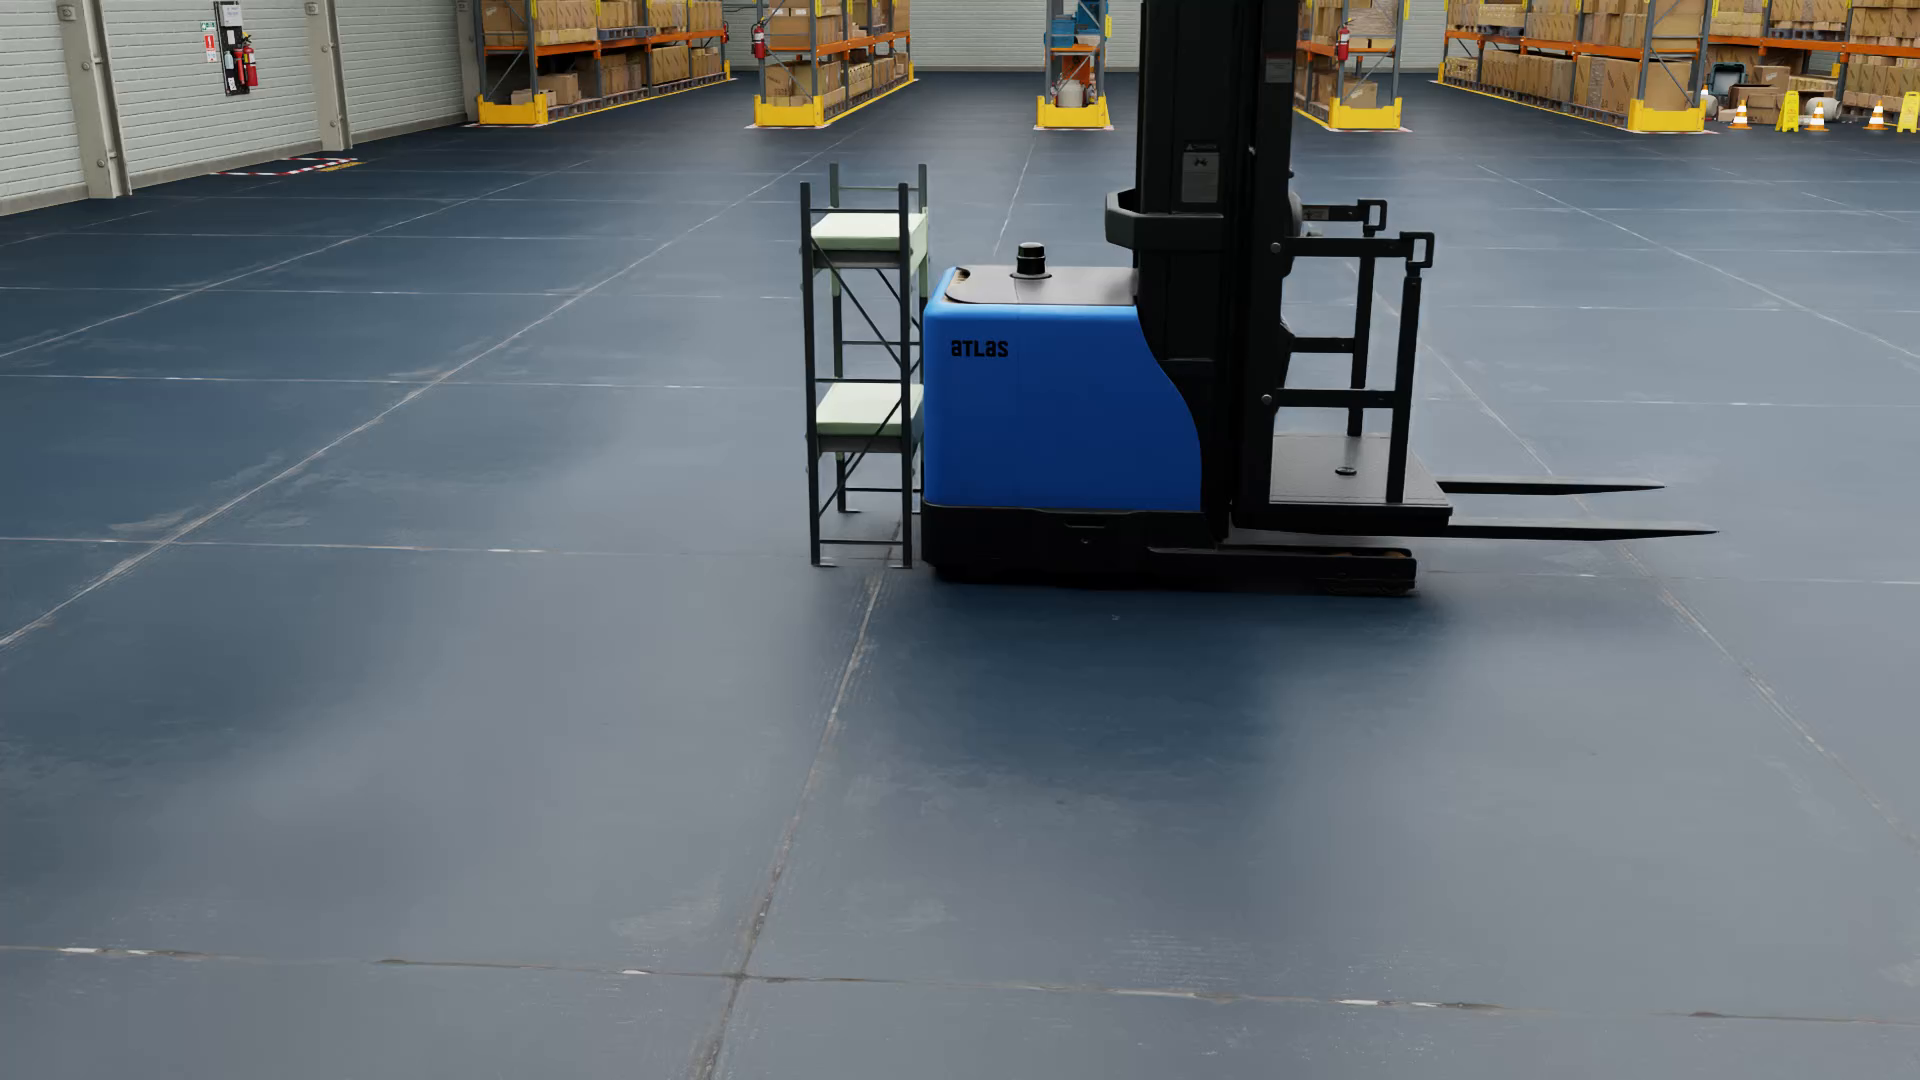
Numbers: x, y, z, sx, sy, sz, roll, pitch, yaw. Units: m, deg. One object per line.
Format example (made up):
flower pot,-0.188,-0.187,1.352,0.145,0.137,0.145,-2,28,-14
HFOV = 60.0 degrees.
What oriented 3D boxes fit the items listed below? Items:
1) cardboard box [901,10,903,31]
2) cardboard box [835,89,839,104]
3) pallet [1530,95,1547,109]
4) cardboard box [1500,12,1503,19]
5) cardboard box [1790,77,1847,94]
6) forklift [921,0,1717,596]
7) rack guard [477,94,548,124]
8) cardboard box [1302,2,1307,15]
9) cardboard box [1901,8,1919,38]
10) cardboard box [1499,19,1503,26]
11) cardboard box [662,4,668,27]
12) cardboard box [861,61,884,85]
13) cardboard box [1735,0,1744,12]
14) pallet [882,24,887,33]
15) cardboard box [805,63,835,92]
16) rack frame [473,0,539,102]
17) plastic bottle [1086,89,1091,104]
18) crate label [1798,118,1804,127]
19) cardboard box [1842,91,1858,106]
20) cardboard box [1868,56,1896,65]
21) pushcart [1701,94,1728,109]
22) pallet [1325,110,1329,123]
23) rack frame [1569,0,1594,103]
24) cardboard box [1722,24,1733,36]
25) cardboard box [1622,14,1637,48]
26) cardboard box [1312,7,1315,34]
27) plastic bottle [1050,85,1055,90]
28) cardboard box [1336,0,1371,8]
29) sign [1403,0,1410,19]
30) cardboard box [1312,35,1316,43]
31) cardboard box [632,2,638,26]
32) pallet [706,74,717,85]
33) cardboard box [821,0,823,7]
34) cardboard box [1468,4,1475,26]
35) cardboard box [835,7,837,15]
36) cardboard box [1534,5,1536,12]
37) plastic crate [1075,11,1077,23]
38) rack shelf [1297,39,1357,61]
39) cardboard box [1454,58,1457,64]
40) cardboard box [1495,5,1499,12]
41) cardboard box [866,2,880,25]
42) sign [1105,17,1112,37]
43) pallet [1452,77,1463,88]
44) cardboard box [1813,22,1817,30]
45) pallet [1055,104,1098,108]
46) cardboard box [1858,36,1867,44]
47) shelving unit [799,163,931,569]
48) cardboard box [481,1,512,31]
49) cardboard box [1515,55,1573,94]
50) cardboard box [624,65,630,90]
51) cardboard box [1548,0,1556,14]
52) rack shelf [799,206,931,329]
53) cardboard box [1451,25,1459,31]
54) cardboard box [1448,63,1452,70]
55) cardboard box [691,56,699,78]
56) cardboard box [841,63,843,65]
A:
cardboard box,-1.701,-13.082,41.871,0.500,0.500,0.500,1,18,3
cardboard box,-2.571,-8.359,31.358,0.500,0.250,0.500,1,18,4
pallet,12.196,-8.857,33.616,1.003,0.211,1.213,1,18,4
cardboard box,12.072,-11.508,36.479,0.380,0.149,0.250,1,18,4
cardboard box,17.207,-9.035,33.226,0.950,0.372,0.625,2,18,6
forklift,1.391,-1.353,6.346,3.031,2.935,1.130,1,18,4
rack guard,-7.912,-7.629,29.401,1.175,0.500,0.348,1,18,4
cardboard box,7.480,-11.024,34.915,0.500,0.500,0.500,-1,18,-3
cardboard box,16.633,-8.914,28.672,0.500,0.500,0.500,1,18,4
cardboard box,12.072,-11.365,36.520,0.380,0.149,0.250,0,18,1
cardboard box,-6.970,-11.938,37.867,0.500,0.500,0.500,1,18,4
cardboard box,-2.012,-10.643,37.893,0.500,0.500,0.500,1,18,3
cardboard box,17.210,-11.727,36.129,0.500,0.500,0.500,1,18,4
pallet,-2.282,-12.073,39.260,1.003,0.211,1.213,1,18,4
cardboard box,-2.605,-8.560,30.767,0.500,0.500,0.500,1,18,4
rack frame,-7.917,-8.793,28.940,1.000,3.000,0.127,1,18,4
plastic bottle,2.440,-8.312,31.140,0.152,0.276,0.135,2,18,5
crate label,14.396,-7.207,28.697,0.250,0.136,0.298,-9,20,-25
cardboard box,16.764,-8.198,30.866,0.500,0.250,0.500,0,18,1
cardboard box,16.661,-8.665,30.047,0.380,0.149,0.250,2,18,6
pushcart,14.798,-8.271,31.560,1.648,0.377,0.936,-5,19,-15
pallet,7.004,-7.411,29.202,1.003,0.211,1.213,1,18,4
rack frame,12.132,-9.561,31.285,1.000,3.000,0.127,1,18,4
cardboard box,17.221,-11.290,36.803,0.500,0.250,0.500,1,18,3
cardboard box,11.844,-8.678,28.348,0.875,0.550,0.550,1,18,4
cardboard box,7.098,-9.754,31.235,0.875,0.500,0.500,1,18,4
plastic bottle,1.722,-8.274,30.906,0.144,0.351,0.185,2,18,6
cardboard box,6.698,-9.301,28.248,0.500,0.500,0.500,1,18,4
sign,7.446,-8.860,27.756,0.100,0.325,0.005,1,18,4
cardboard box,6.845,-9.447,31.339,0.380,0.149,0.250,1,18,4
cardboard box,-7.367,-11.388,35.993,0.700,0.500,0.500,-1,18,-3
pallet,-6.839,-11.809,42.623,1.003,0.211,1.213,1,18,4
cardboard box,-2.858,-9.829,29.857,0.700,0.500,0.500,1,18,4
cardboard box,12.496,-12.553,39.776,0.500,0.500,0.500,1,18,2
cardboard box,-2.531,-10.034,31.526,0.380,0.149,0.250,1,18,2
cardboard box,12.703,-11.548,36.121,0.380,0.149,0.250,1,18,2
plastic crate,3.274,-13.478,43.086,0.616,0.435,0.499,1,18,4
rack shelf,7.335,-9.983,33.727,1.077,0.370,4.000,1,18,4
cardboard box,12.635,-12.018,41.732,0.380,0.149,0.250,0,18,1
cardboard box,12.111,-11.811,36.926,0.380,0.149,0.250,2,18,6
cardboard box,-2.213,-11.893,37.566,0.700,0.500,0.500,5,19,14
sign,2.513,-8.690,28.181,0.100,0.325,0.005,1,18,4
pallet,12.803,-11.310,41.101,1.003,0.211,1.213,1,18,4
cardboard box,16.925,-10.045,32.490,0.380,0.149,0.250,1,18,4
pallet,2.077,-7.901,30.698,1.003,0.211,1.213,1,18,4
cardboard box,16.767,-9.193,30.563,0.380,0.149,0.250,2,18,6
shelving unit,-0.363,-0.719,6.709,0.431,1.500,0.755,1,18,4
cardboard box,-8.095,-9.239,29.305,0.500,0.500,0.500,1,18,3
cardboard box,12.285,-9.747,34.791,1.050,0.750,0.750,1,18,3
cardboard box,-7.496,-9.916,35.677,0.700,0.500,0.500,1,18,4
cardboard box,12.307,-10.871,33.515,0.700,0.500,0.500,1,18,3
rack shelf,-0.363,-1.090,6.588,0.431,0.370,0.720,1,18,4
cardboard box,12.592,-12.913,41.919,0.380,0.149,0.250,1,18,2
cardboard box,12.622,-12.034,42.257,0.380,0.149,0.250,1,18,4
cardboard box,-6.901,-11.761,41.340,0.700,0.500,0.500,2,18,5
cardboard box,-2.733,-10.171,35.988,0.500,0.311,0.500,2,18,6
